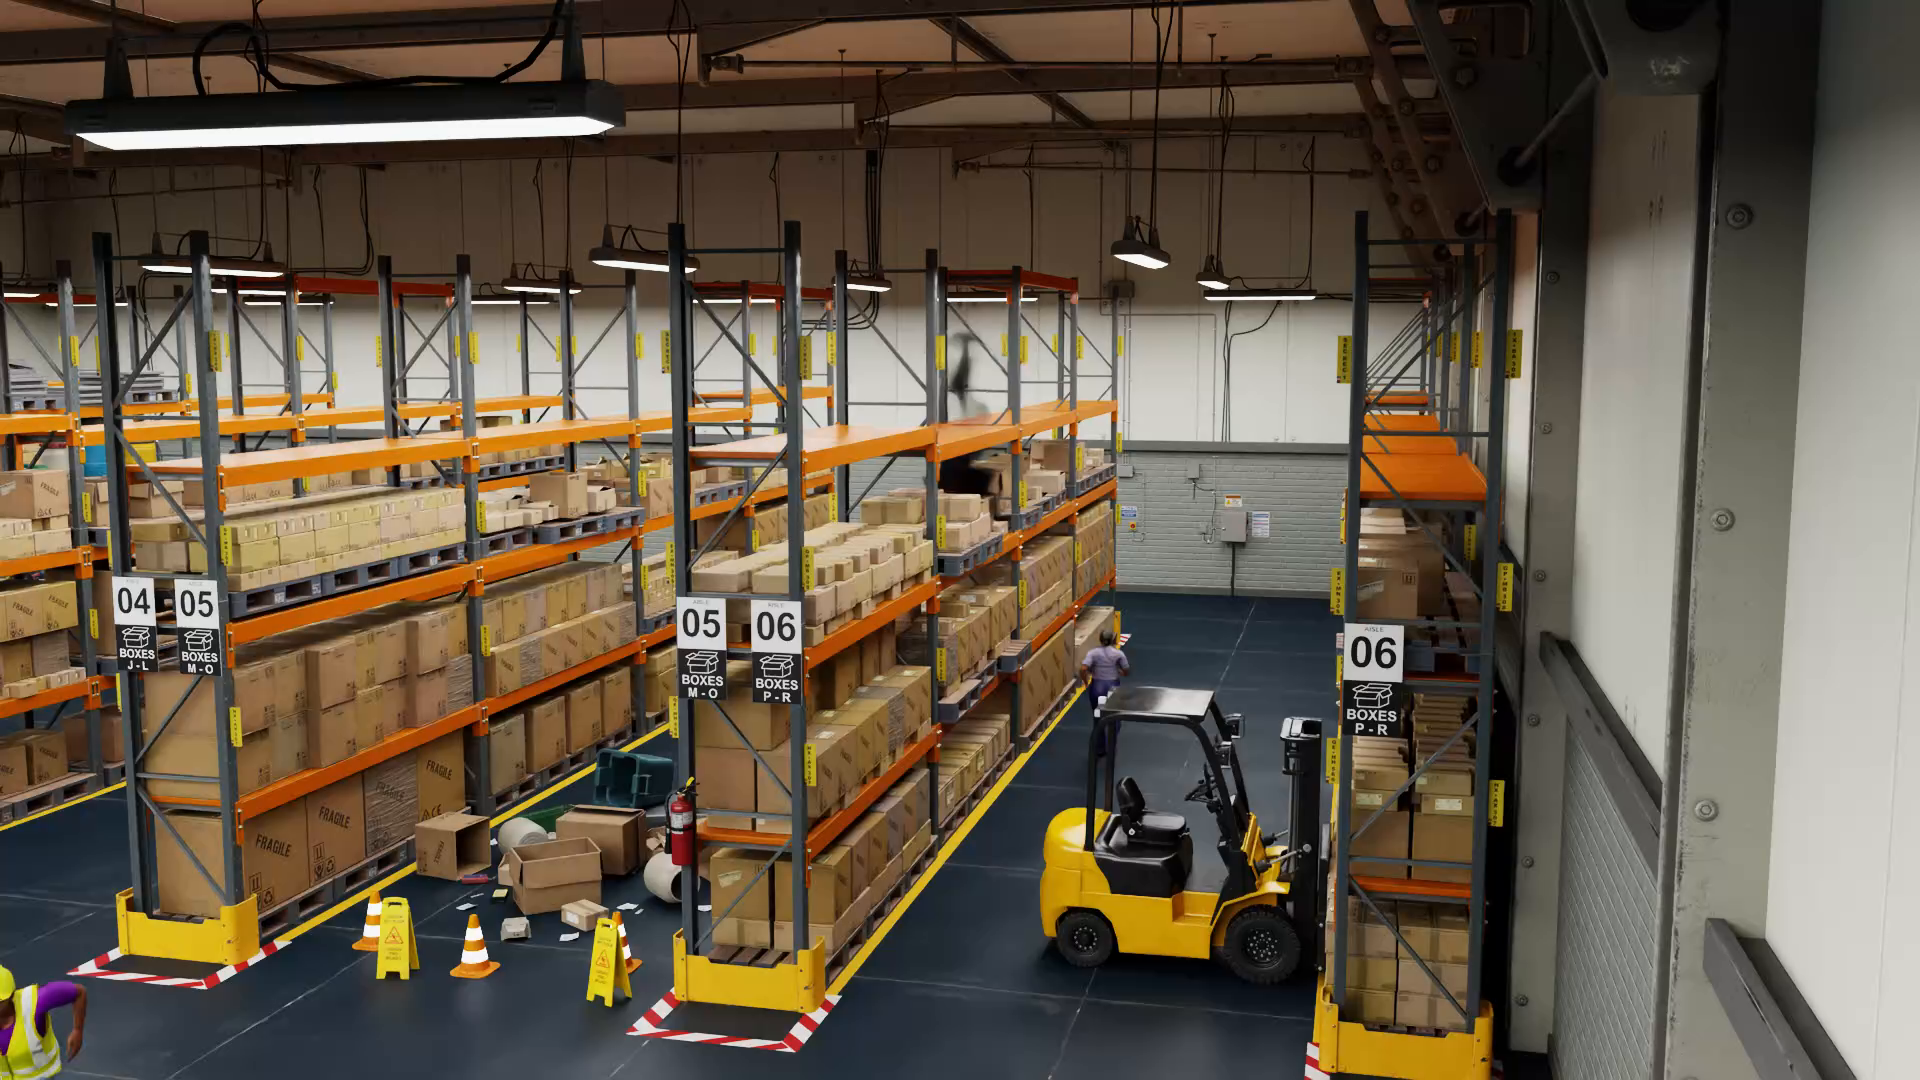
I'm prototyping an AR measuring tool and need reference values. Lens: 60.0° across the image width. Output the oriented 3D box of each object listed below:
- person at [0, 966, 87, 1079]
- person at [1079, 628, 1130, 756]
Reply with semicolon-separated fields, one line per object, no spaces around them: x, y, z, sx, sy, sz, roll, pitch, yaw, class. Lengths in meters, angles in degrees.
-5.496;3.193;9.716;0.733;1.714;1.035;-2;7;-18;person
1.778;1.893;20.398;0.619;1.617;0.830;1;7;9;person
